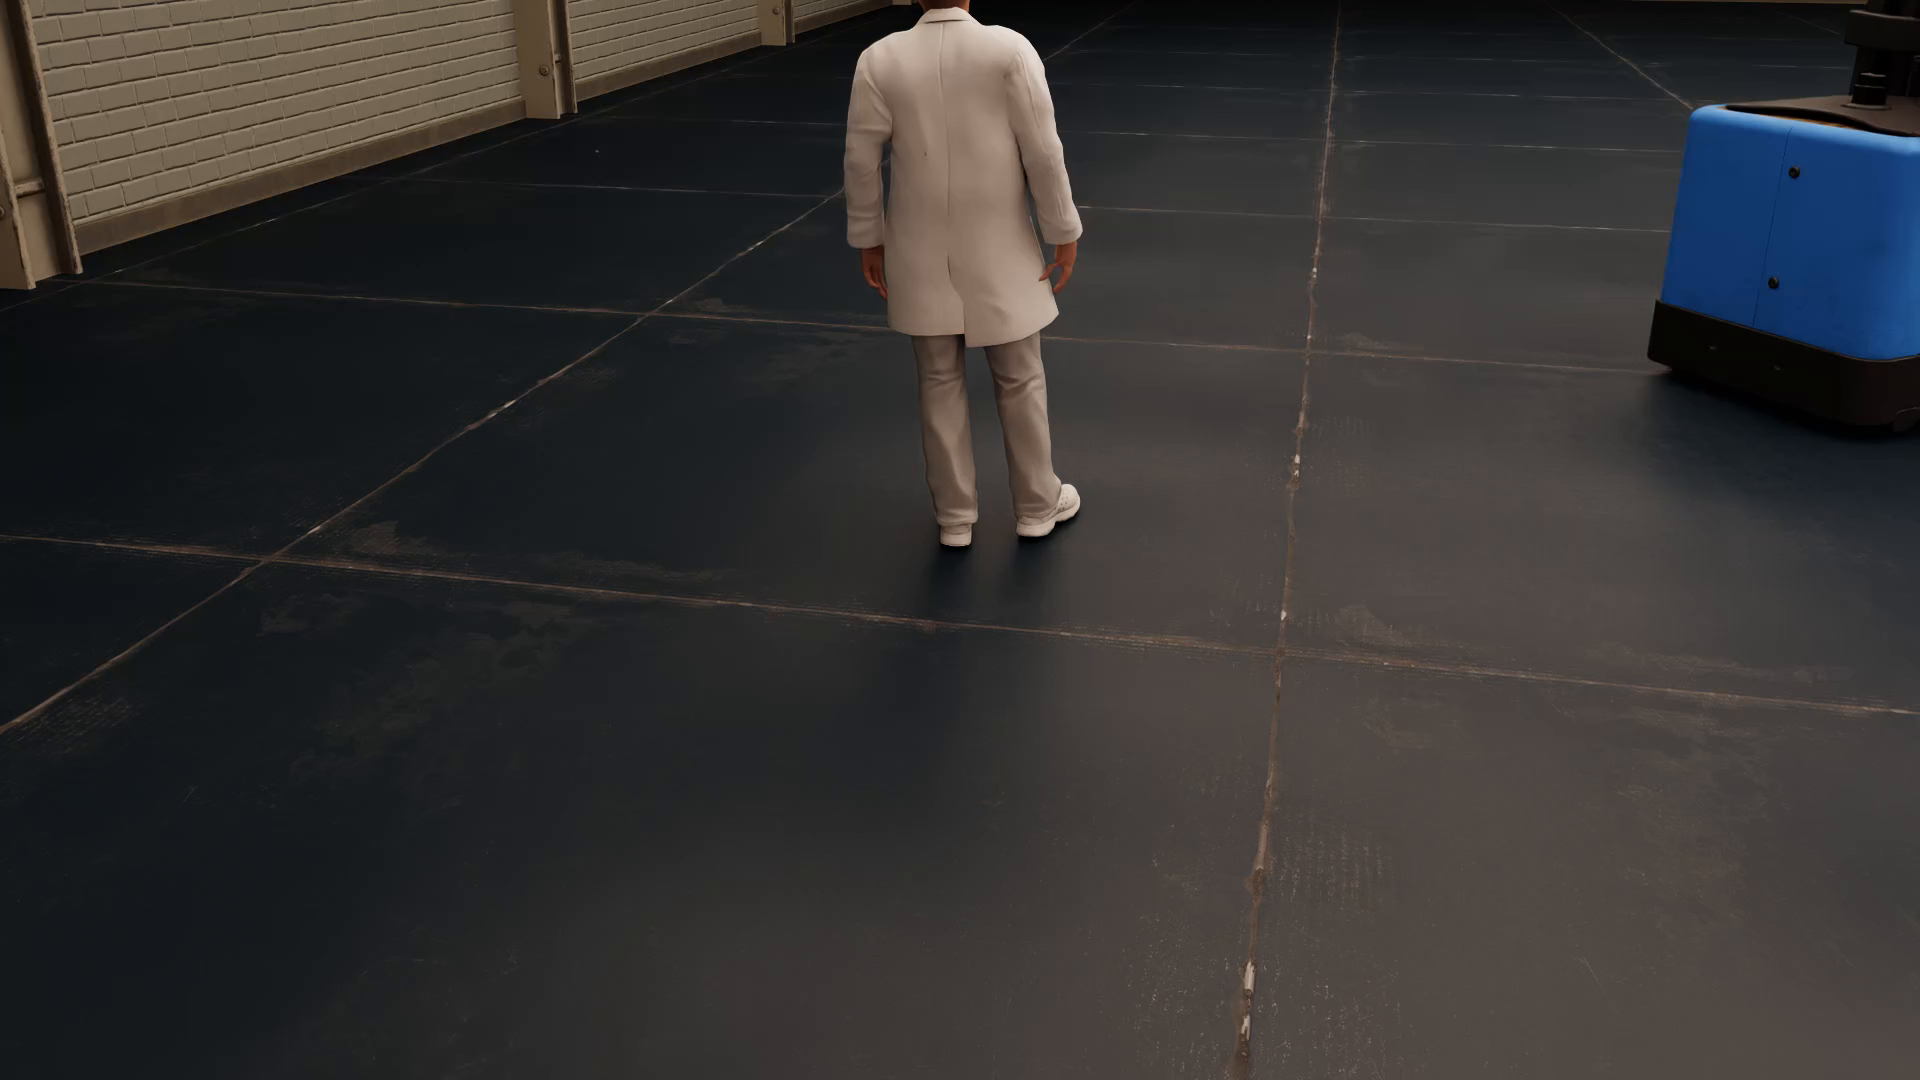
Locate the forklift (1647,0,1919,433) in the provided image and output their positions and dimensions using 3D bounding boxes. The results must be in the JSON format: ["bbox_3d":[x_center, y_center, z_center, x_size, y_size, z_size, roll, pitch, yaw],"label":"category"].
[{"bbox_3d":[4.363,-2.104,6.427,3.031,2.935,1.130,-10,24,-23],"label":"forklift"}]

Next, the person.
[{"bbox_3d":[0.023,-0.864,4.892,0.698,1.777,0.578,5,23,11],"label":"person"}]
